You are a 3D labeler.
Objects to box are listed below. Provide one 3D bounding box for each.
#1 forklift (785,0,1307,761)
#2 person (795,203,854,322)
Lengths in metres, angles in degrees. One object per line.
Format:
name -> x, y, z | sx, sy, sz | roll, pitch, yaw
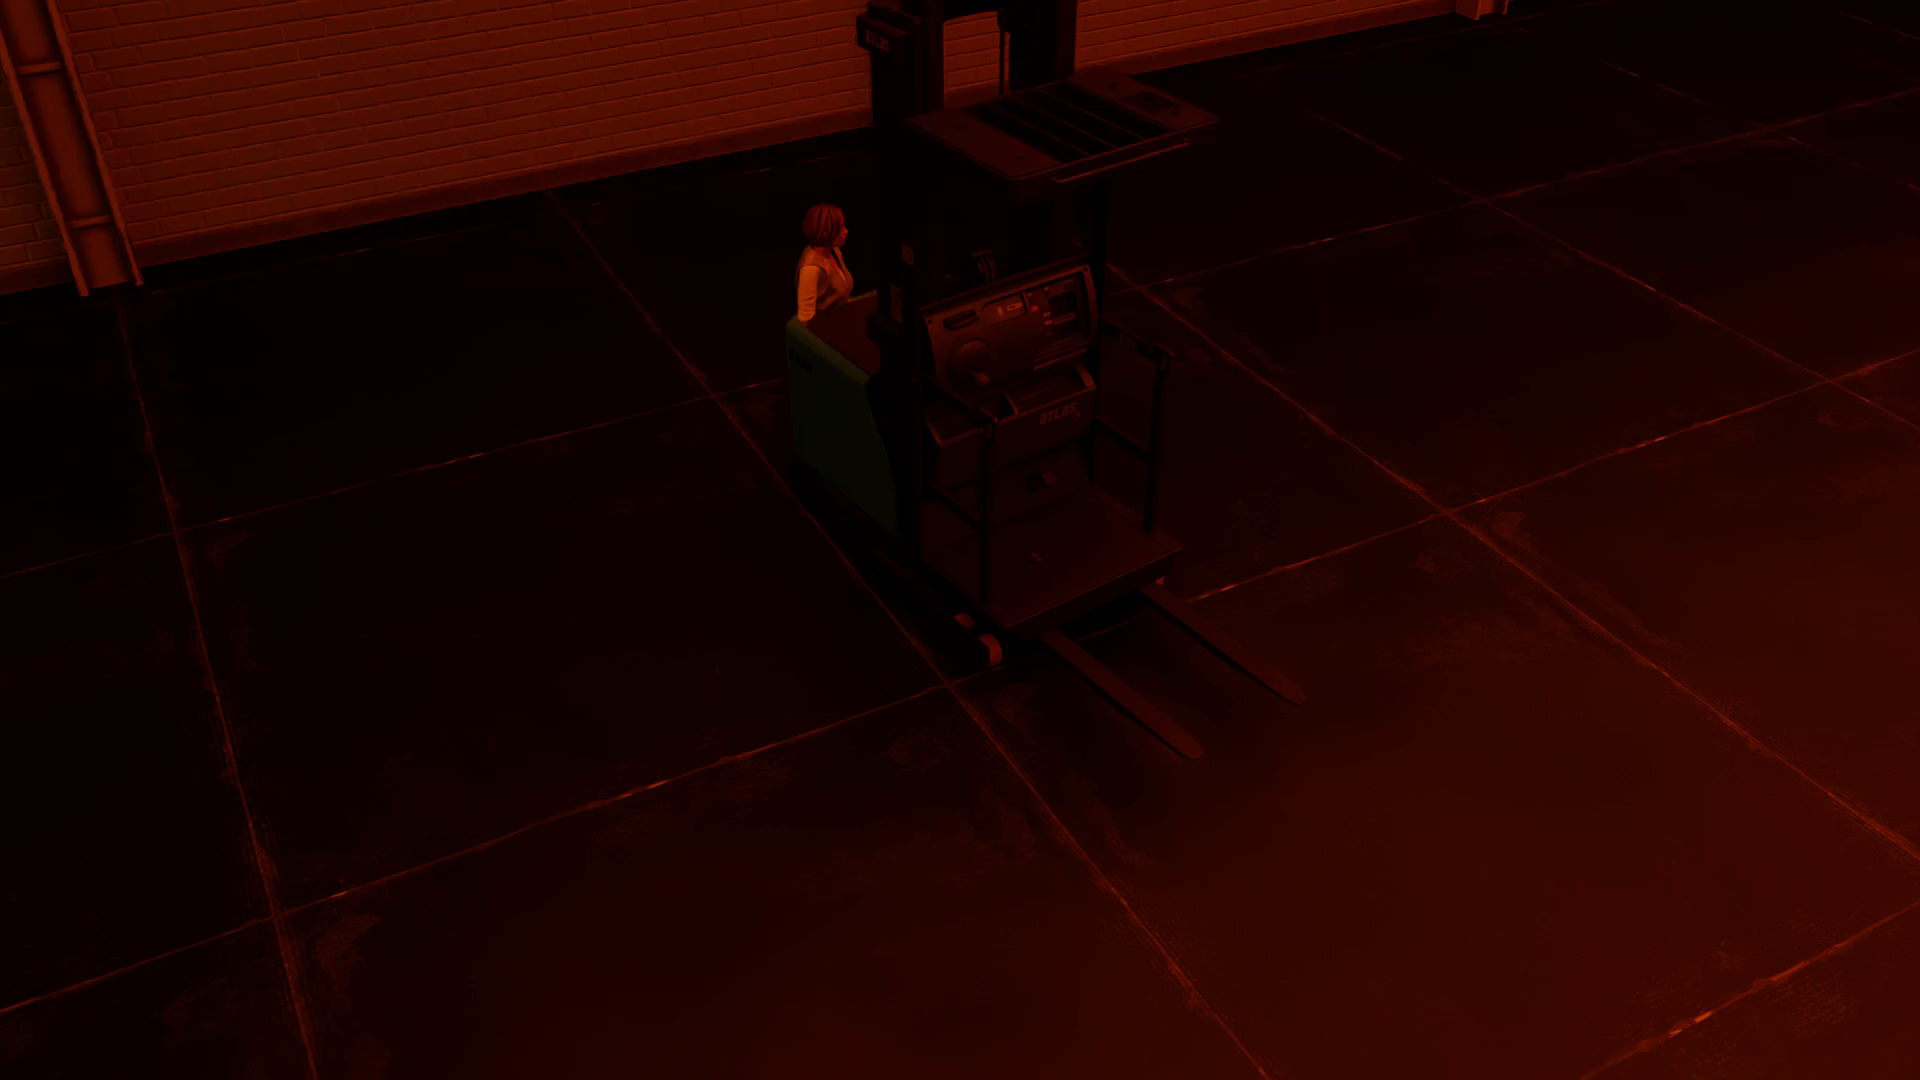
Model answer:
forklift -> 0.367, -0.913, 7.415 | 1.130, 2.935, 3.031 | -23, 41, -29
person -> -0.645, -1.000, 8.709 | 0.370, 1.581, 0.547 | 5, 36, 7
